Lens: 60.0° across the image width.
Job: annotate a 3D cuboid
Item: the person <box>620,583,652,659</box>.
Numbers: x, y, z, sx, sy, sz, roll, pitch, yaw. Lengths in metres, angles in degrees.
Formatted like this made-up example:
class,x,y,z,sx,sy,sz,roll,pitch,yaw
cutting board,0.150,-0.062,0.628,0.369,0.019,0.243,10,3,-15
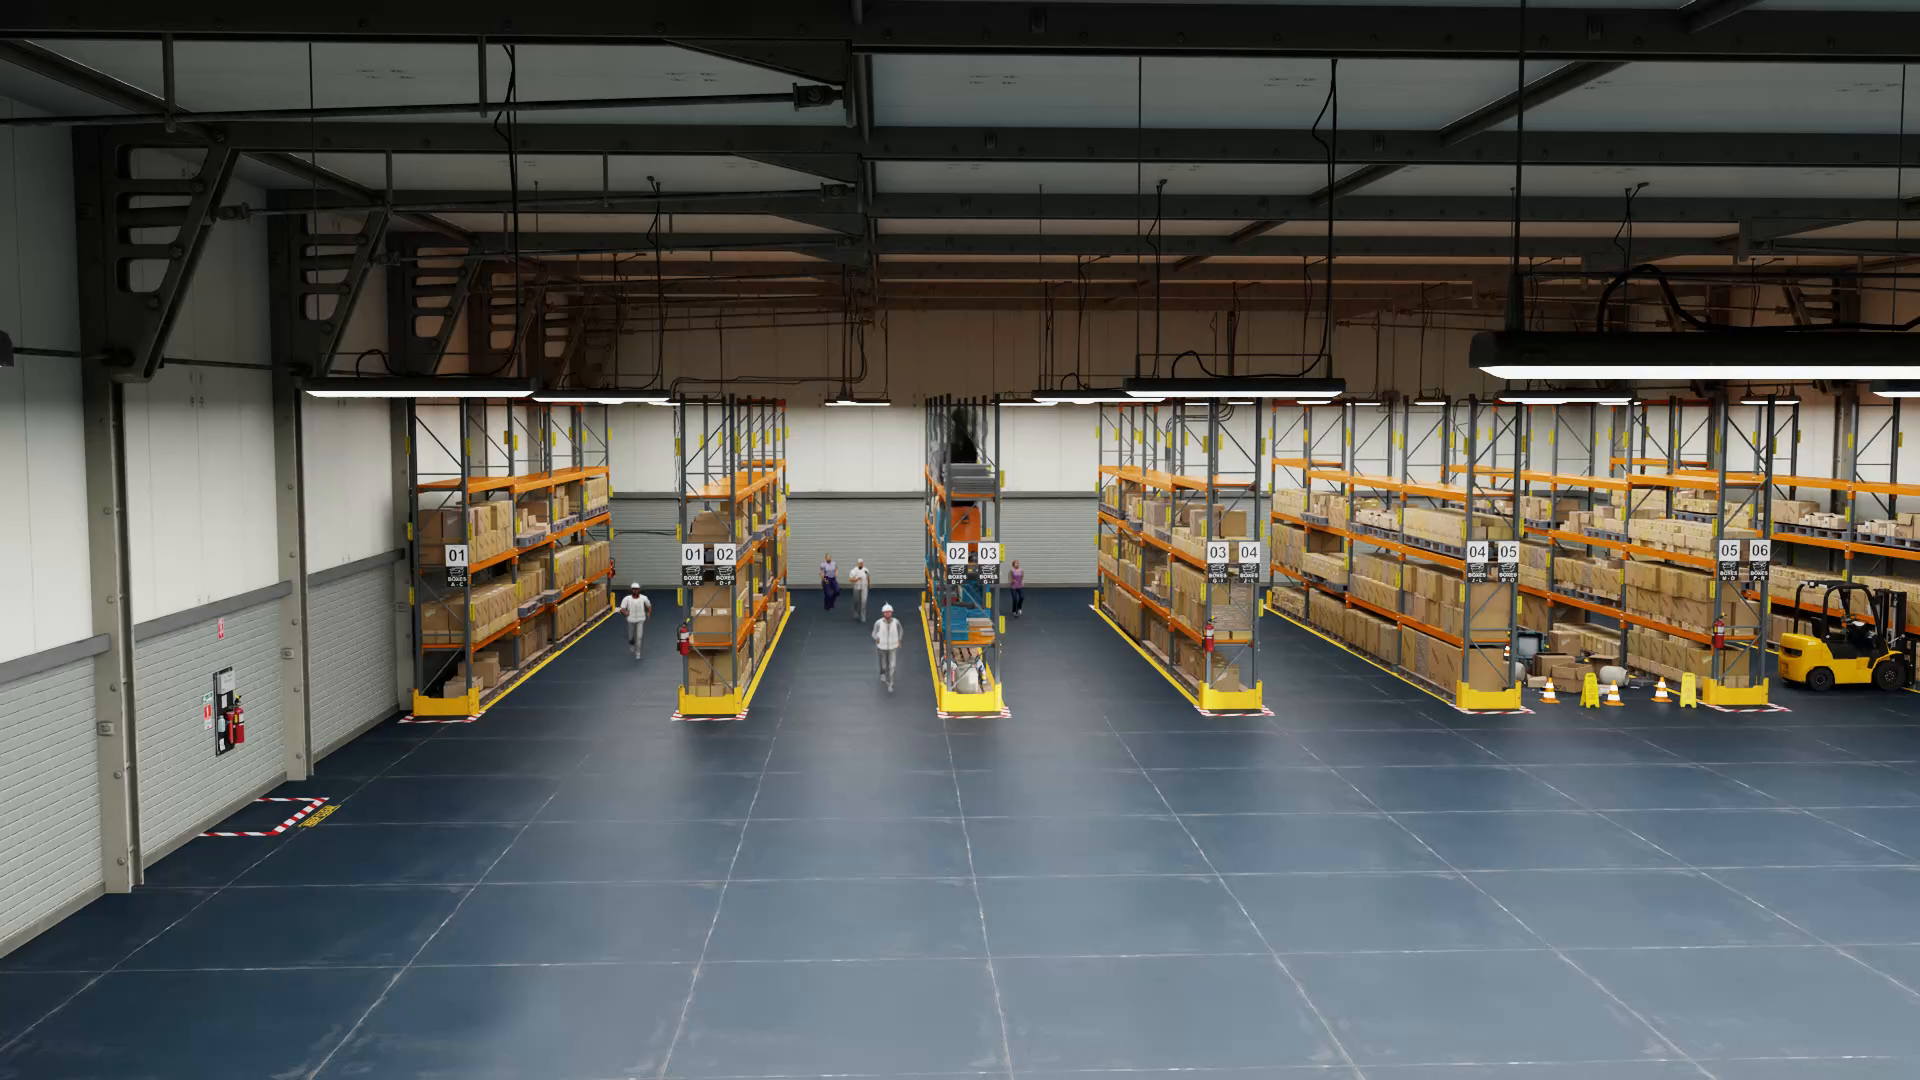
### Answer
class,x,y,z,sx,sy,sz,roll,pitch,yaw
person,-7.421,1.850,38.121,0.714,1.733,0.791,-1,5,-11

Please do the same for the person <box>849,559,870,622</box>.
class,x,y,z,sx,sy,sz,roll,pitch,yaw
person,-2.696,1.330,44.813,0.599,1.669,0.933,-1,5,-11

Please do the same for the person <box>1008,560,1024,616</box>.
class,x,y,z,sx,sy,sz,roll,pitch,yaw
person,1.566,1.323,45.643,0.509,1.573,0.631,-1,5,-14

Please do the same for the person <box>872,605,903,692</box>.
class,x,y,z,sx,sy,sz,roll,pitch,yaw
person,-1.471,2.176,33.848,0.650,1.754,0.876,-1,5,-7

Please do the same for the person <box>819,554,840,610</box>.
class,x,y,z,sx,sy,sz,roll,pitch,yaw
person,-3.682,1.194,47.192,0.627,1.615,0.564,-3,5,-30
